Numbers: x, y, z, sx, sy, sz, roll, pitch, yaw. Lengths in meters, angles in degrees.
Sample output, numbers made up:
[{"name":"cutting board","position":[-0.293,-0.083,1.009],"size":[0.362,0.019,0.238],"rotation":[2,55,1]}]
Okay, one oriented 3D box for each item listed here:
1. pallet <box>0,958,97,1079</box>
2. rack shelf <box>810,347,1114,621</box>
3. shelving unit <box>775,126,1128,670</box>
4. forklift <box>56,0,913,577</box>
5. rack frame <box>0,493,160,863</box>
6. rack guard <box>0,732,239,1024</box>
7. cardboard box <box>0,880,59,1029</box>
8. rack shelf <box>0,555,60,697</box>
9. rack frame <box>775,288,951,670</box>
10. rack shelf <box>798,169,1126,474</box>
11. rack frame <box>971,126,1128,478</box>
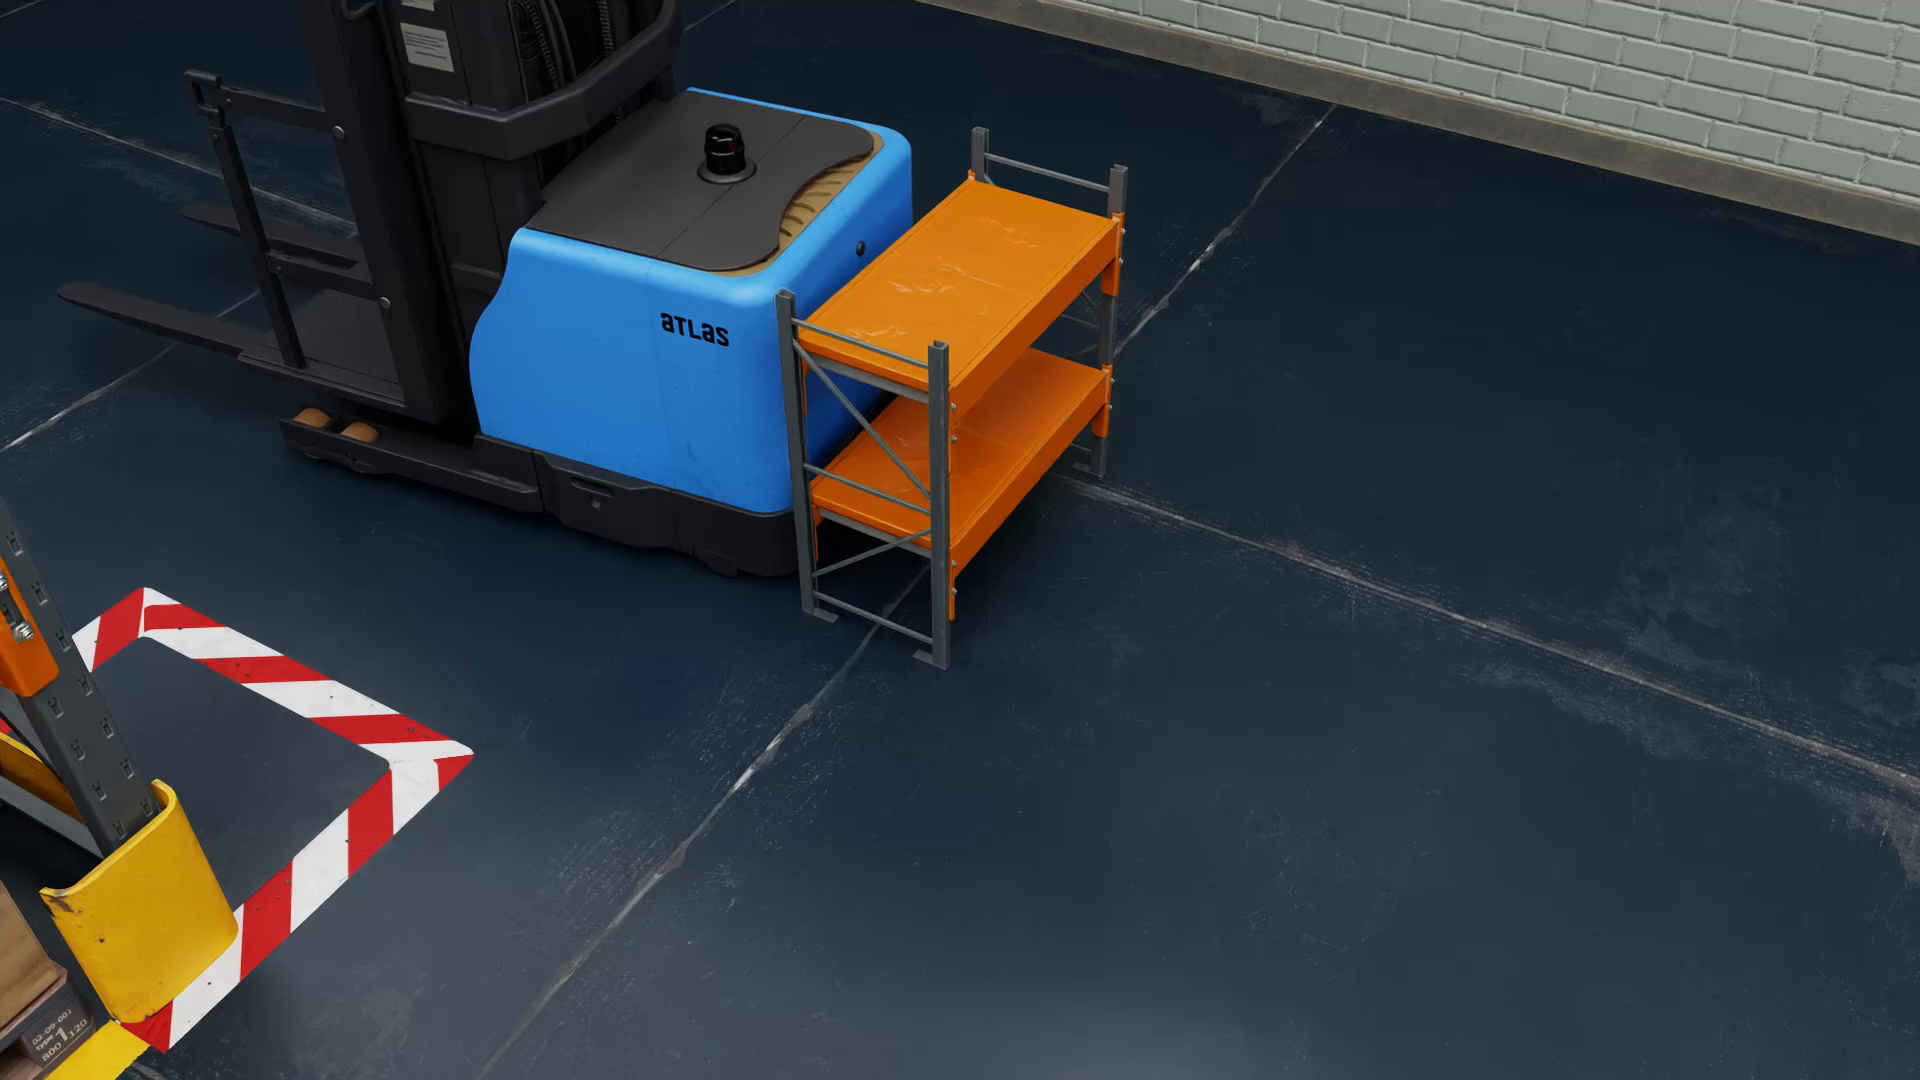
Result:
[{"name":"pallet","position":[-2.763,1.250,3.671],"size":[1.003,0.211,1.213],"rotation":[21,45,22]},{"name":"rack shelf","position":[0.003,-0.242,5.044],"size":[0.538,0.278,1.000],"rotation":[21,45,22]},{"name":"shelving unit","position":[0.003,-0.426,4.883],"size":[0.538,1.125,1.048],"rotation":[21,45,22]},{"name":"forklift","position":[-1.697,-1.625,4.877],"size":[3.031,2.935,1.130],"rotation":[16,44,17]},{"name":"rack frame","position":[-2.327,-0.297,3.317],"size":[1.000,3.000,0.127],"rotation":[21,45,22]},{"name":"rack guard","position":[-2.365,0.685,4.094],"size":[1.175,0.500,0.348],"rotation":[21,45,22]},{"name":"cardboard box","position":[-2.385,0.869,3.552],"size":[0.500,0.500,0.500],"rotation":[21,45,22]},{"name":"rack shelf","position":[-3.327,1.118,2.256],"size":[1.077,0.370,4.000],"rotation":[21,45,22]},{"name":"rack frame","position":[-0.251,-0.135,4.552],"size":[0.500,1.125,0.032],"rotation":[21,45,22]},{"name":"rack shelf","position":[0.003,-0.646,4.689],"size":[0.538,0.278,1.000],"rotation":[21,45,22]},{"name":"rack frame","position":[0.258,-0.717,5.213],"size":[0.500,1.125,0.032],"rotation":[21,45,22]}]
